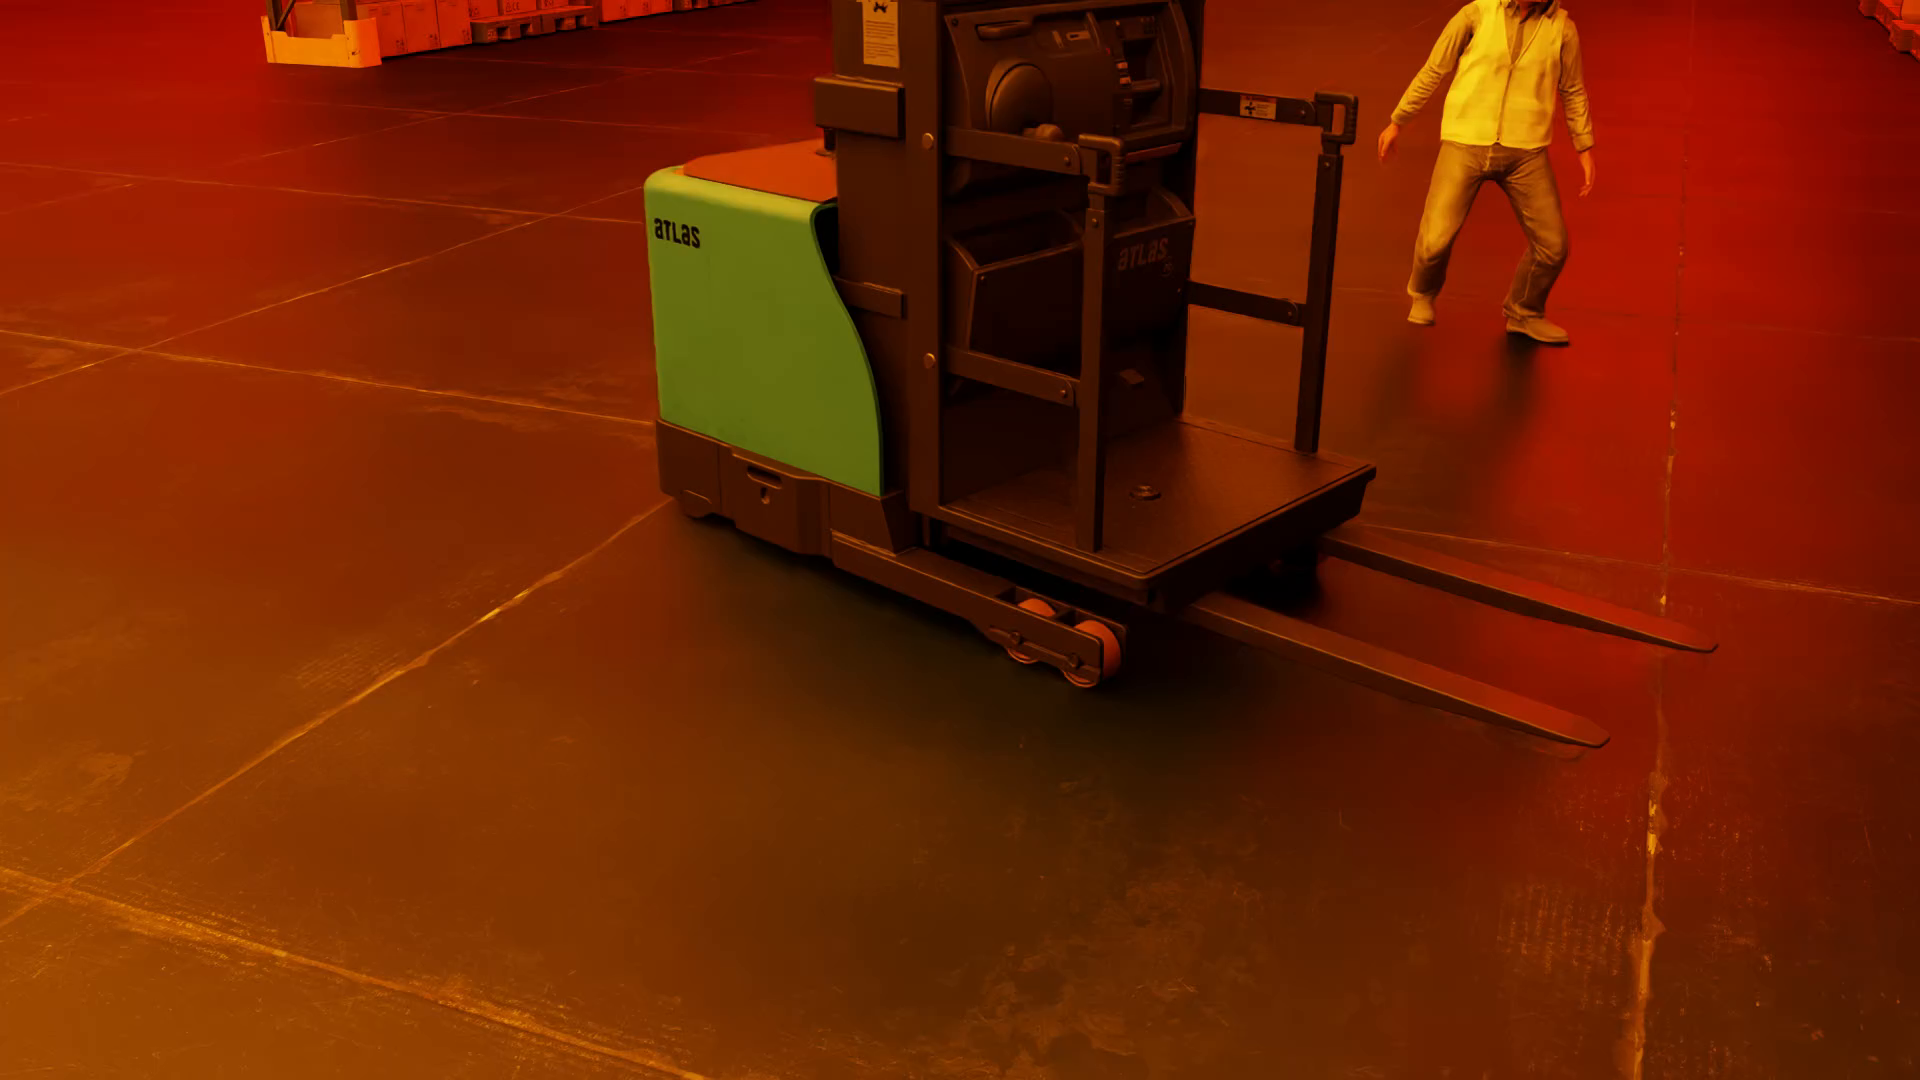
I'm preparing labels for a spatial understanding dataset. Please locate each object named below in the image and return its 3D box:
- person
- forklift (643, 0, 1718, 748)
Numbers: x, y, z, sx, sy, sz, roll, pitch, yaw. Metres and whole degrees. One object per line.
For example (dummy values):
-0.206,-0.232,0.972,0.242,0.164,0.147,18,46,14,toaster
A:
2.189,-1.659,6.885,0.874,1.689,0.486,5,23,12,person
0.461,-1.207,4.179,3.031,2.935,1.130,20,30,39,forklift
